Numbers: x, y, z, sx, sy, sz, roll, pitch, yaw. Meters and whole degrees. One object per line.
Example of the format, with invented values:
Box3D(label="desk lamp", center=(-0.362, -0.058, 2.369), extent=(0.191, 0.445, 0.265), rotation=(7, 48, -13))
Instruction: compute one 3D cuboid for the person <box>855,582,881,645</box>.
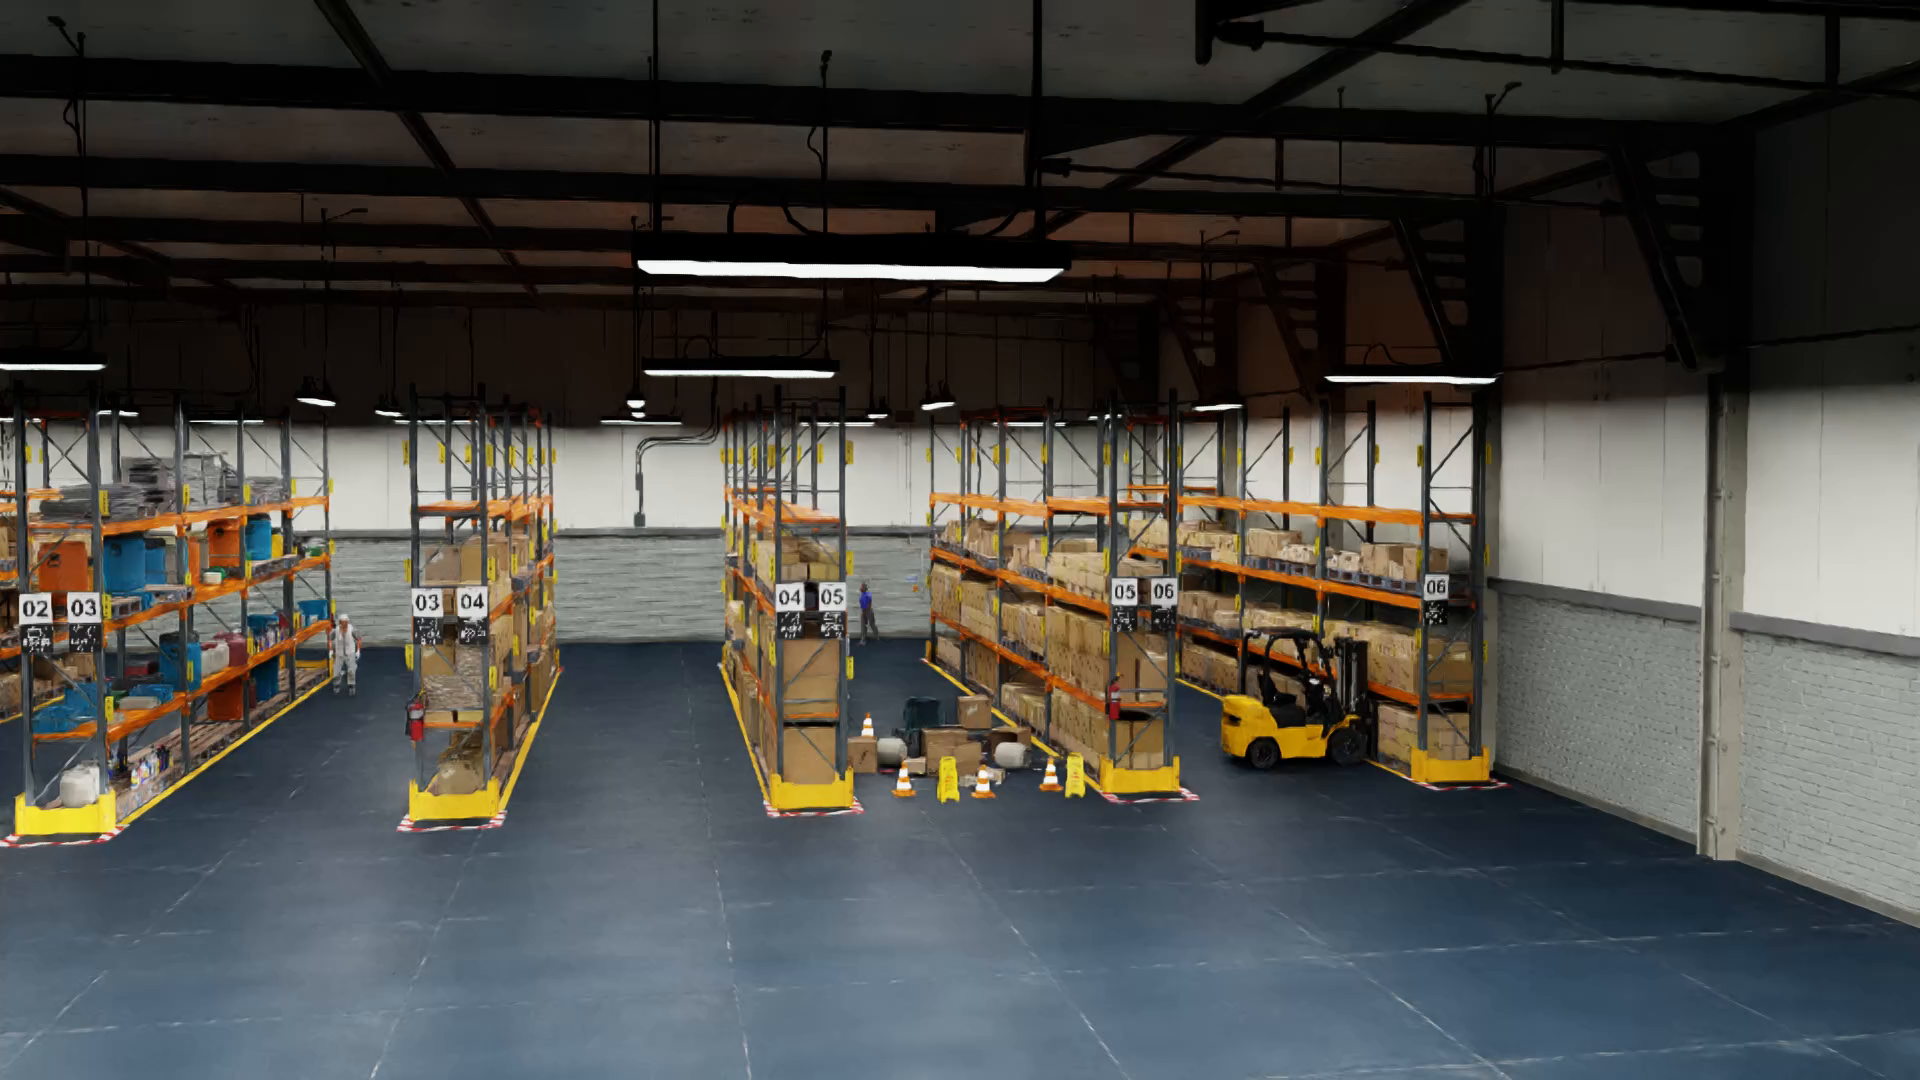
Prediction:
Box3D(label="person", center=(-2.435, 1.944, 44.178), extent=(0.687, 1.645, 0.488), rotation=(-2, 4, -39))

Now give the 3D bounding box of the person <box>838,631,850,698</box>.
Box3D(label="person", center=(-2.461, 2.365, 34.344), extent=(0.450, 1.768, 0.584), rotation=(-3, 4, -42))

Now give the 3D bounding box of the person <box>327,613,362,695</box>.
Box3D(label="person", center=(-12.819, 2.386, 34.635), extent=(0.677, 1.741, 0.552), rotation=(-1, 3, -14))
